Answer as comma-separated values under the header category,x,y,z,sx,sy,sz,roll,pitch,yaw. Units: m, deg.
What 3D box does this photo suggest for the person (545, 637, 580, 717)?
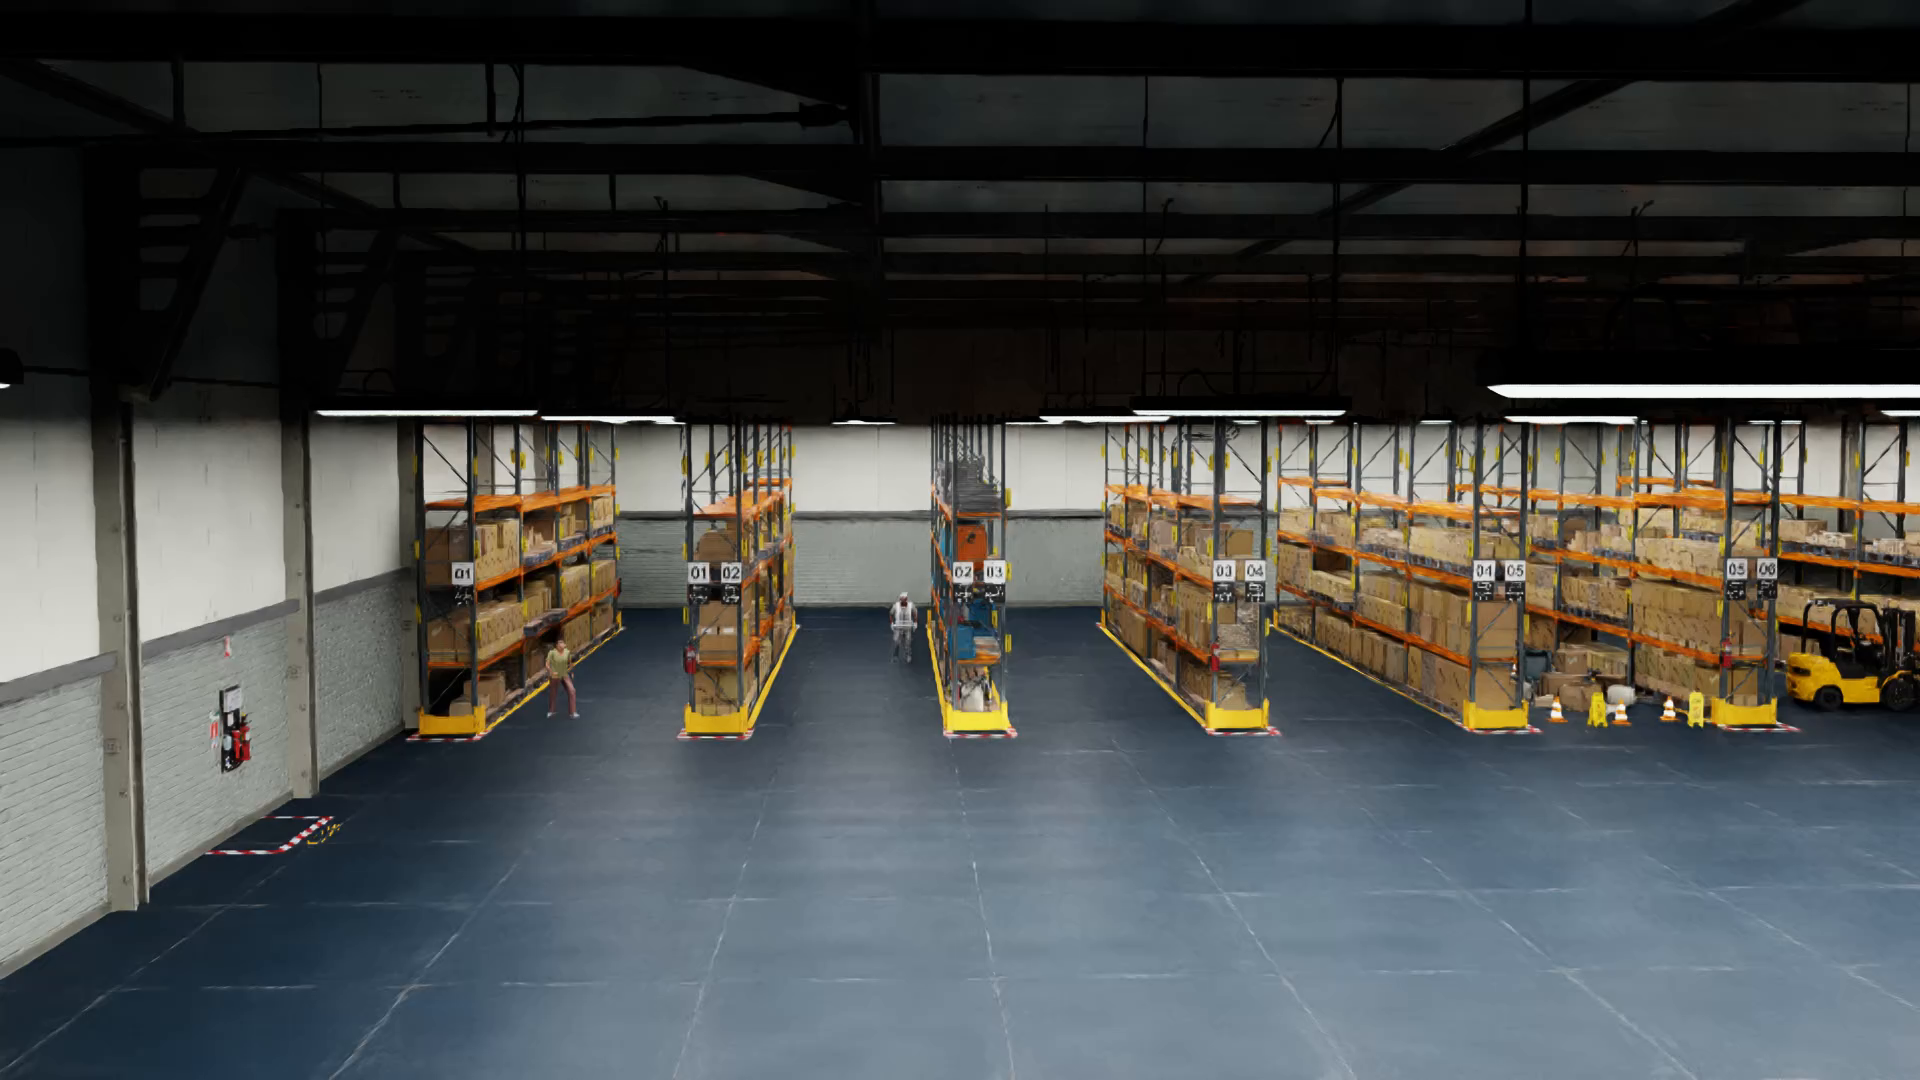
category,x,y,z,sx,sy,sz,roll,pitch,yaw
person,-7.844,2.686,32.674,0.612,1.610,0.790,-2,4,-23

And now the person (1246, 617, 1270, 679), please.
category,x,y,z,sx,sy,sz,roll,pitch,yaw
person,6.735,2.304,37.904,0.532,1.645,1.109,0,4,0

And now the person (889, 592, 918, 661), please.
category,x,y,z,sx,sy,sz,roll,pitch,yaw
person,-1.378,2.110,40.472,0.702,1.735,0.549,0,4,-3
